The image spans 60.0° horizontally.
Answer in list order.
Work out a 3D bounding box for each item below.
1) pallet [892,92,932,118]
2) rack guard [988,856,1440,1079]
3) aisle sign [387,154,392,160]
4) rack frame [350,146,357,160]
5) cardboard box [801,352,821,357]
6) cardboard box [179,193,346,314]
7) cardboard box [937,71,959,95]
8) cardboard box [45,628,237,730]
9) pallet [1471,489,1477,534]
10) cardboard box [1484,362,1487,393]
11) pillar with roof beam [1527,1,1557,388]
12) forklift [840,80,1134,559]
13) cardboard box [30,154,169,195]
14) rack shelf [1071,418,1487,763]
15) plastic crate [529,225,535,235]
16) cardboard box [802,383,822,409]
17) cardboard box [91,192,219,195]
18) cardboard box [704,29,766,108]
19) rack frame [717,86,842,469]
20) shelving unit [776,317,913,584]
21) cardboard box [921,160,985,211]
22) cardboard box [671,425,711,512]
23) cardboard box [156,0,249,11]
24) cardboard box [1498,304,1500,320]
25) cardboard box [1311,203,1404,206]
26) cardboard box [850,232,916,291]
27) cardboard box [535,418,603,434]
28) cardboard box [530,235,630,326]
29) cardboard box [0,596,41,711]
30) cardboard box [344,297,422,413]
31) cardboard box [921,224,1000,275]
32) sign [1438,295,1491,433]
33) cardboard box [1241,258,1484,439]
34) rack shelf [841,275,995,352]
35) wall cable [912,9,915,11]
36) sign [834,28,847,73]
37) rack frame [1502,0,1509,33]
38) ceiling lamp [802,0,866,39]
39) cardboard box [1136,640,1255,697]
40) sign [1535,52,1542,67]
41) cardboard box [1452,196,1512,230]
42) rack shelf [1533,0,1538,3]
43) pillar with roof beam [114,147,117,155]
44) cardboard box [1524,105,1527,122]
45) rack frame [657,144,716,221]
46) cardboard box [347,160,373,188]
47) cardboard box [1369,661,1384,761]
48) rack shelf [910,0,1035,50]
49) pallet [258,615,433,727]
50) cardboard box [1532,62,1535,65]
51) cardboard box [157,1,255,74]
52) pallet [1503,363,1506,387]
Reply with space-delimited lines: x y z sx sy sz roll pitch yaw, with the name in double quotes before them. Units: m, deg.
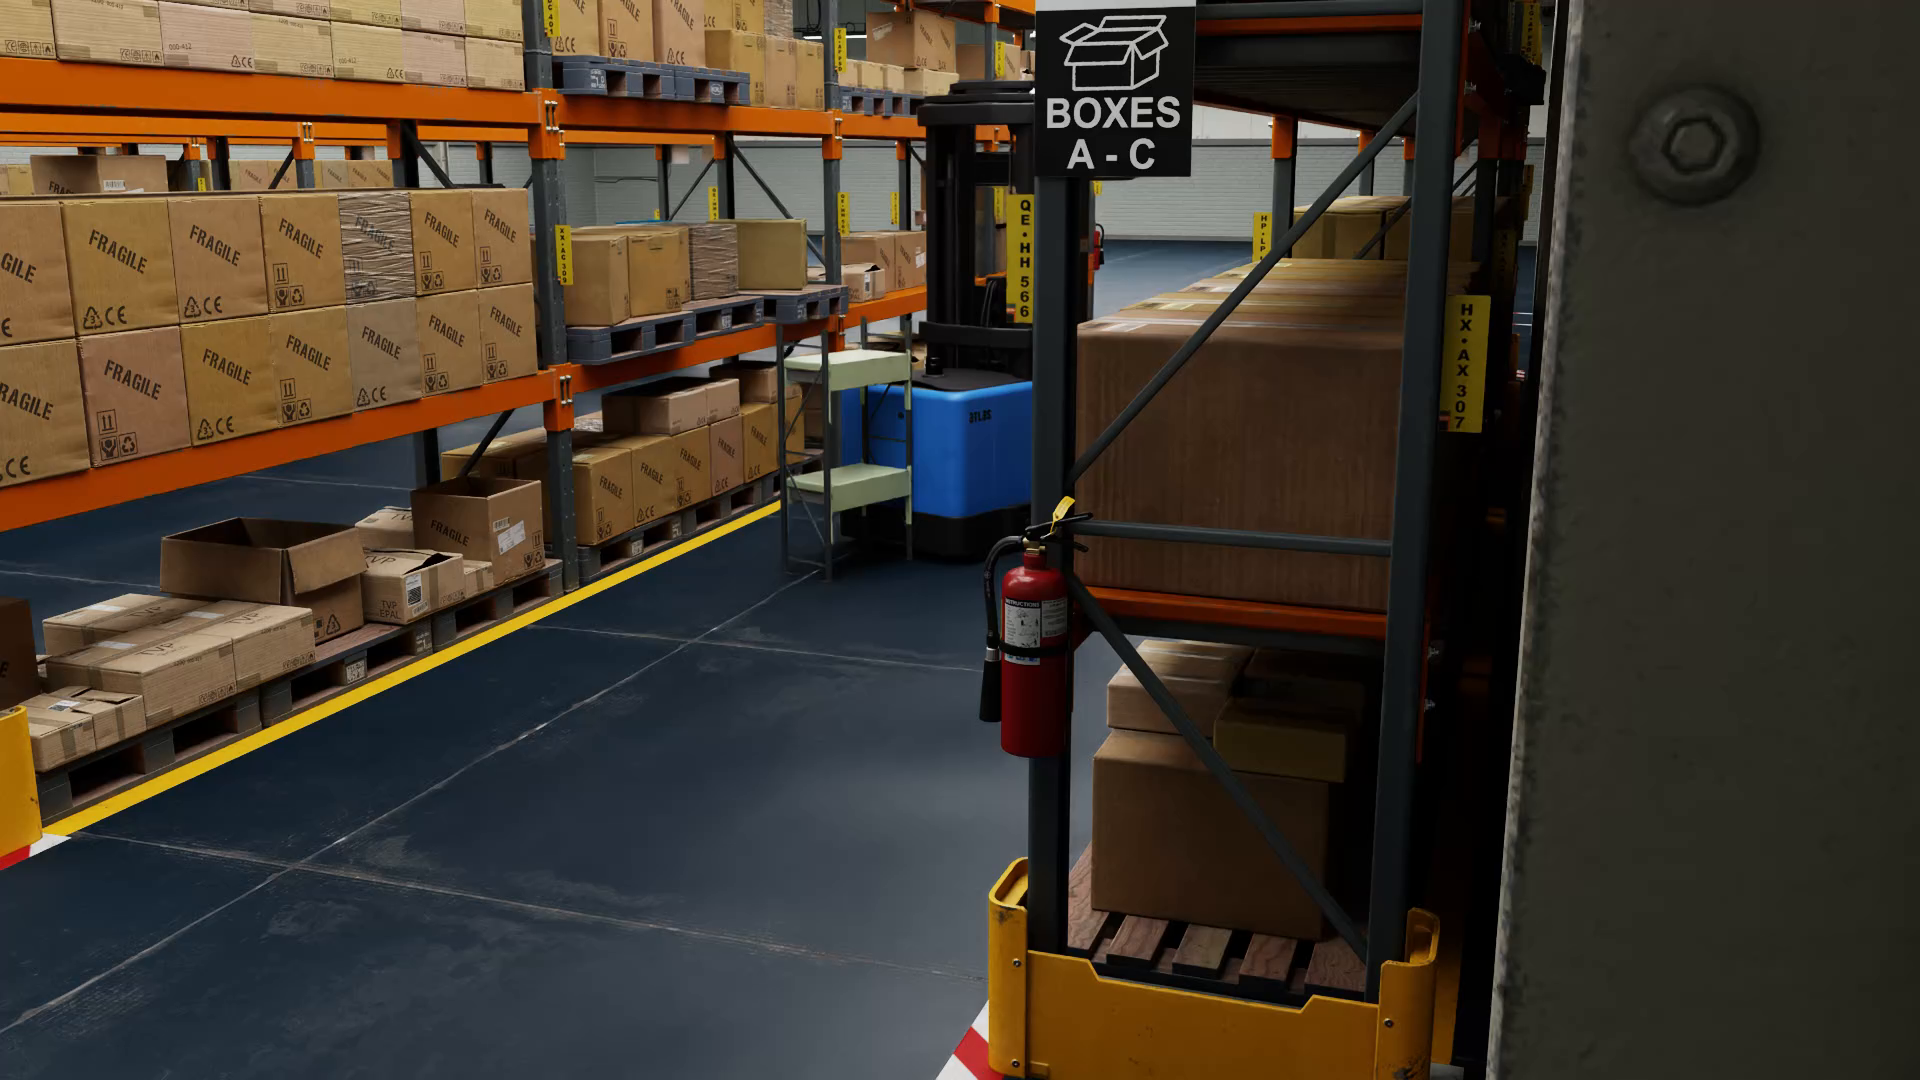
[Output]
"pallet" -0.929 -3.795 14.557 1.003 0.211 1.213 5 14 21
"rack guard" 0.669 1.224 4.500 1.175 0.500 0.348 4 14 18
"aisle sign" -7.903 -5.697 23.365 0.394 0.787 0.004 4 14 18
"rack frame" -8.207 -4.438 23.691 1.000 3.000 0.127 4 14 18
"cardboard box" -1.158 -1.521 14.887 0.500 0.311 0.500 4 14 18
"cardboard box" -3.126 -1.289 7.421 0.500 0.500 0.500 4 14 18
"cardboard box" -0.337 -4.347 15.944 0.500 0.250 0.500 6 14 24
"cardboard box" -3.405 0.571 6.934 0.500 0.250 0.500 4 14 18
"pallet" 2.939 -0.164 11.231 1.003 0.211 1.213 4 14 18
"cardboard box" 2.462 -0.833 8.418 0.380 0.149 0.250 4 13 17
"pillar with roof beam" 2.373 -6.393 18.776 9.100 9.000 0.400 4 14 18
"forklift" 0.542 -1.584 11.342 1.130 2.935 3.031 10 16 38
"cardboard box" -9.890 -3.936 19.199 1.000 1.000 1.000 4 14 19
"rack shelf" 1.324 -0.070 6.169 1.077 0.370 4.000 4 14 18
"plastic crate" -4.681 -3.146 17.889 0.402 0.464 0.583 4 14 18
"cardboard box" -0.975 -1.266 13.771 0.500 0.311 0.500 5 14 20
"cardboard box" -3.635 -1.329 7.598 0.500 0.500 0.500 5 14 20
"cardboard box" -1.865 -3.240 11.475 0.910 0.500 0.500 4 14 18
"rack frame" -1.423 -2.040 13.183 1.000 3.000 0.127 4 14 18
"shelving unit" -0.686 -0.563 10.083 0.431 1.500 0.755 10 16 38
"cardboard box" 0.009 -3.657 17.129 0.700 0.500 0.500 4 14 19
"cardboard box" -1.999 -0.495 11.046 0.500 0.500 0.500 5 14 19
"cardboard box" -3.275 -2.288 6.745 0.500 0.250 0.500 4 14 18
"cardboard box" 3.024 -1.557 10.129 0.500 0.500 0.500 5 14 19
"cardboard box" 2.220 -1.742 9.255 0.500 0.250 0.500 5 14 20
"cardboard box" -0.725 -2.554 15.211 0.500 0.500 0.500 4 14 18
"cardboard box" -2.498 -0.527 11.184 0.500 0.500 0.500 5 14 19
"cardboard box" -2.352 -1.535 9.802 0.700 0.500 0.500 0 13 -1
"cardboard box" -4.068 0.517 6.612 0.500 0.500 0.500 4 14 18
"cardboard box" -2.966 -0.905 7.990 0.500 0.500 0.500 5 14 20
"cardboard box" 0.009 -3.024 17.273 0.700 0.500 0.500 4 13 17
"sign" 1.200 -0.419 3.959 0.100 0.325 0.005 4 14 18
"cardboard box" 1.780 -0.875 7.406 0.980 0.700 0.700 5 14 19
"rack shelf" -0.776 -2.110 15.108 1.077 0.370 4.000 4 14 18
"wall cable" -2.471 -16.164 53.942 2.305 6.003 0.169 4 14 18
"sign" -0.910 -3.715 12.619 0.100 0.325 0.005 4 14 18
"rack frame" 1.971 -3.766 7.267 1.000 3.000 0.127 4 14 18
"ceiling lamp" -3.417 -15.826 46.985 2.000 3.185 0.800 4 14 18
"cardboard box" 0.760 0.450 5.493 0.380 0.149 0.250 5 14 20
"sign" 6.373 -5.218 18.378 0.100 0.325 0.005 4 14 18
"cardboard box" 3.364 -2.139 10.994 0.500 0.250 0.500 5 14 20
"rack shelf" 5.207 -5.520 16.572 1.077 0.370 4.000 4 14 18
"pillar with roof beam" -15.403 -10.568 37.066 9.100 9.000 0.548 4 14 18
"cardboard box" 5.132 -4.242 15.822 0.500 0.500 0.500 5 14 20
"rack frame" -3.520 -4.081 22.129 1.000 3.000 0.127 4 14 18
"cardboard box" -8.307 -4.880 22.488 0.500 0.500 0.500 4 14 18
"cardboard box" 1.299 0.536 6.573 0.700 0.500 0.500 5 14 20
"rack shelf" 0.518 -5.682 18.175 1.077 0.370 4.000 4 14 18
"pallet" -3.333 0.564 8.041 1.003 0.211 1.213 4 14 18
"cardboard box" 5.796 -5.151 17.559 0.500 0.500 0.500 5 14 22
"cardboard box" -3.270 -2.044 6.799 0.500 0.250 0.500 4 14 18
"pallet" 5.533 -1.824 18.506 1.003 0.211 1.213 4 14 18
